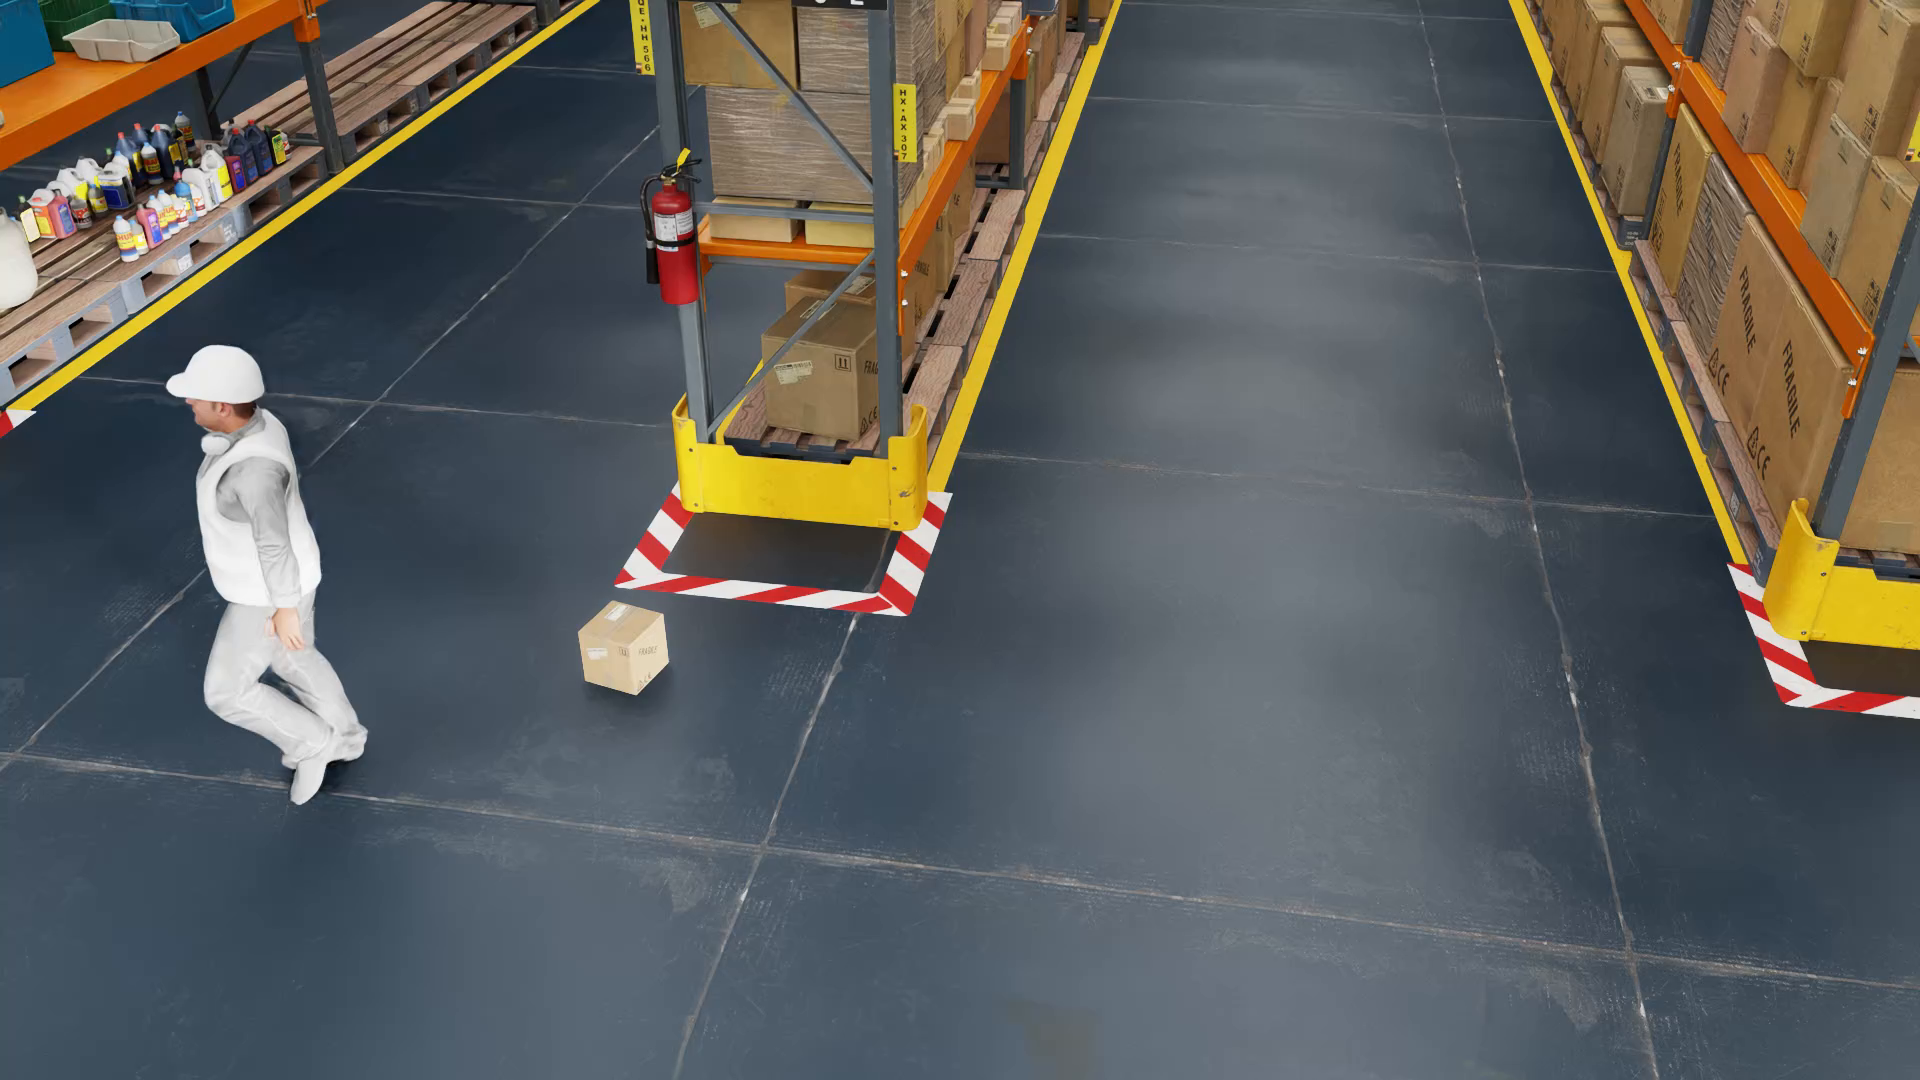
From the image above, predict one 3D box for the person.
[{"bbox_3d":[-2.481,0.149,5.859,0.483,1.805,0.559,-10,34,-16],"label":"person"}]
